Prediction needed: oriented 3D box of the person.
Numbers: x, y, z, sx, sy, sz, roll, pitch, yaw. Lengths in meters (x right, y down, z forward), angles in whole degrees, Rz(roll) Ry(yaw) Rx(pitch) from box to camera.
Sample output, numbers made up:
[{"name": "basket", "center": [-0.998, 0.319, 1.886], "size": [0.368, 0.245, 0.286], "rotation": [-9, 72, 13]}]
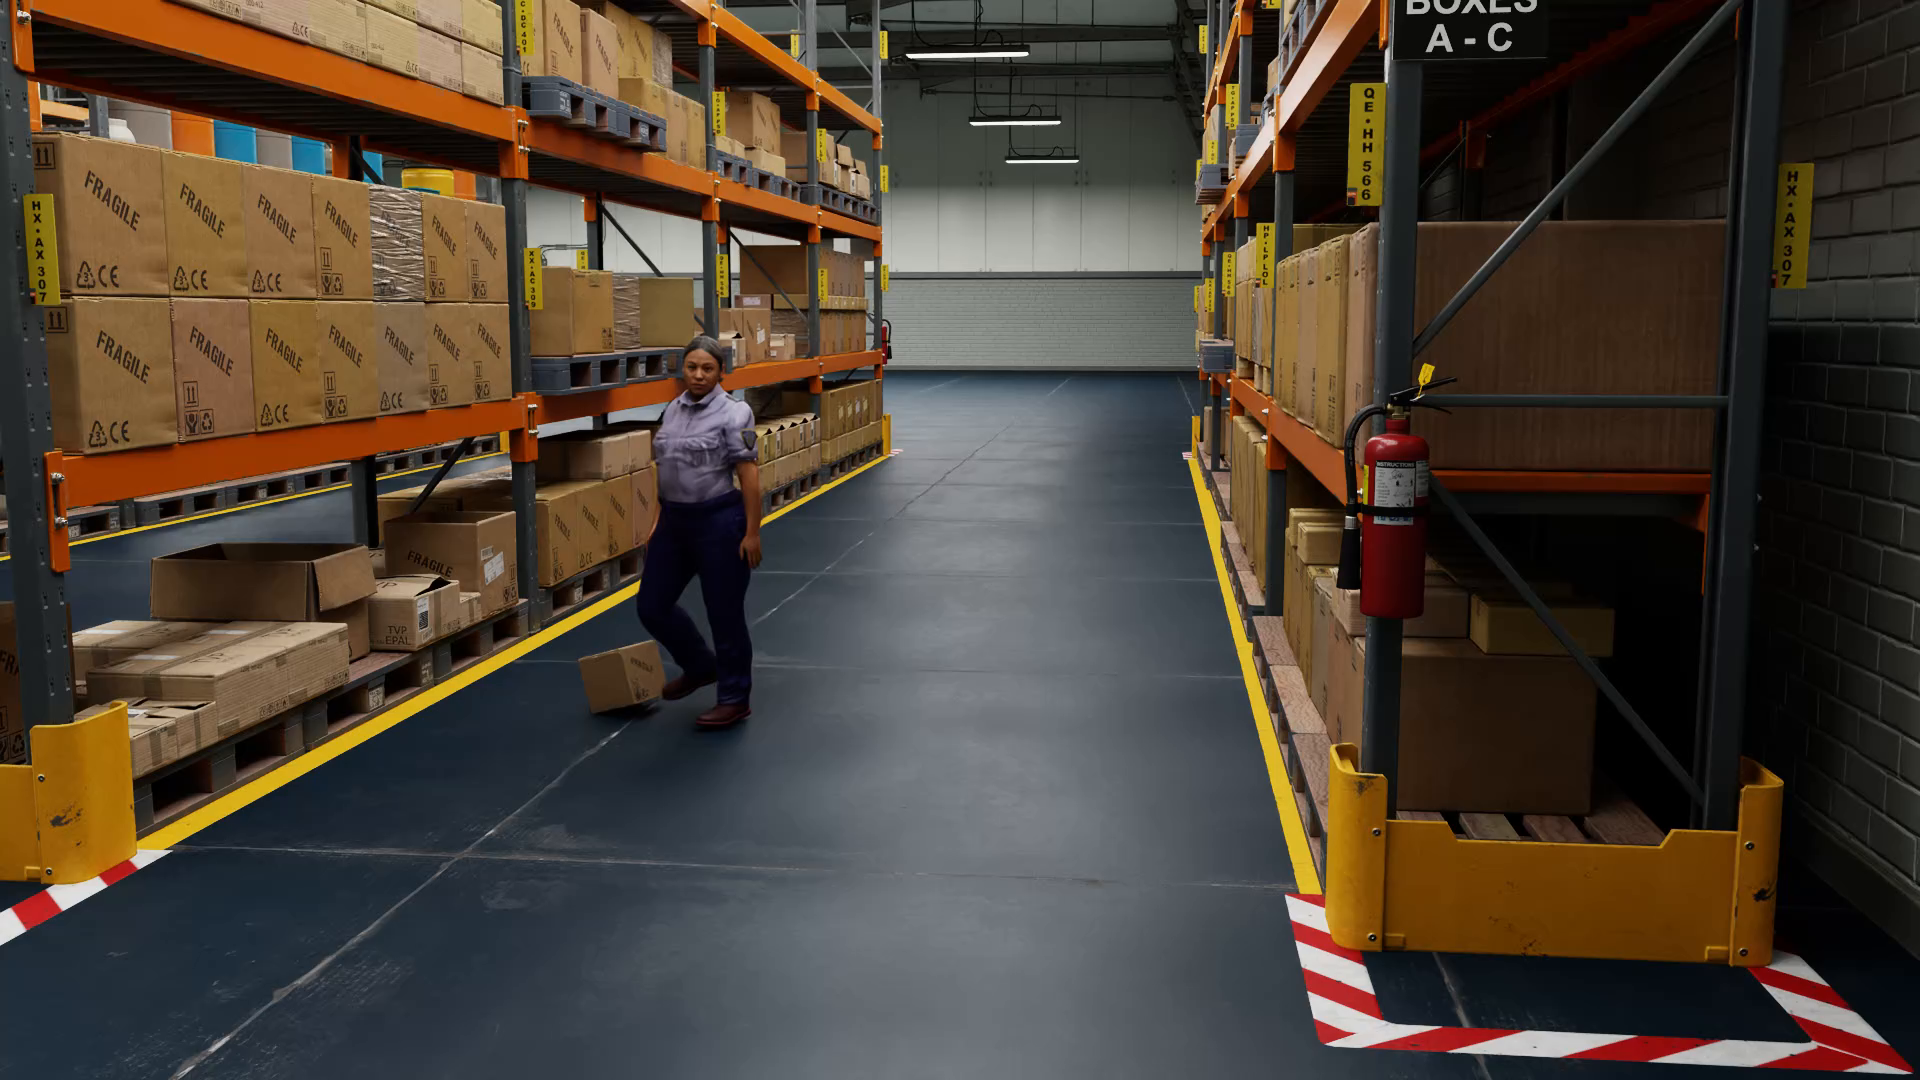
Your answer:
[{"name": "person", "center": [-1.091, -0.041, 7.031], "size": [0.650, 1.641, 0.449], "rotation": [5, 9, 35]}]
